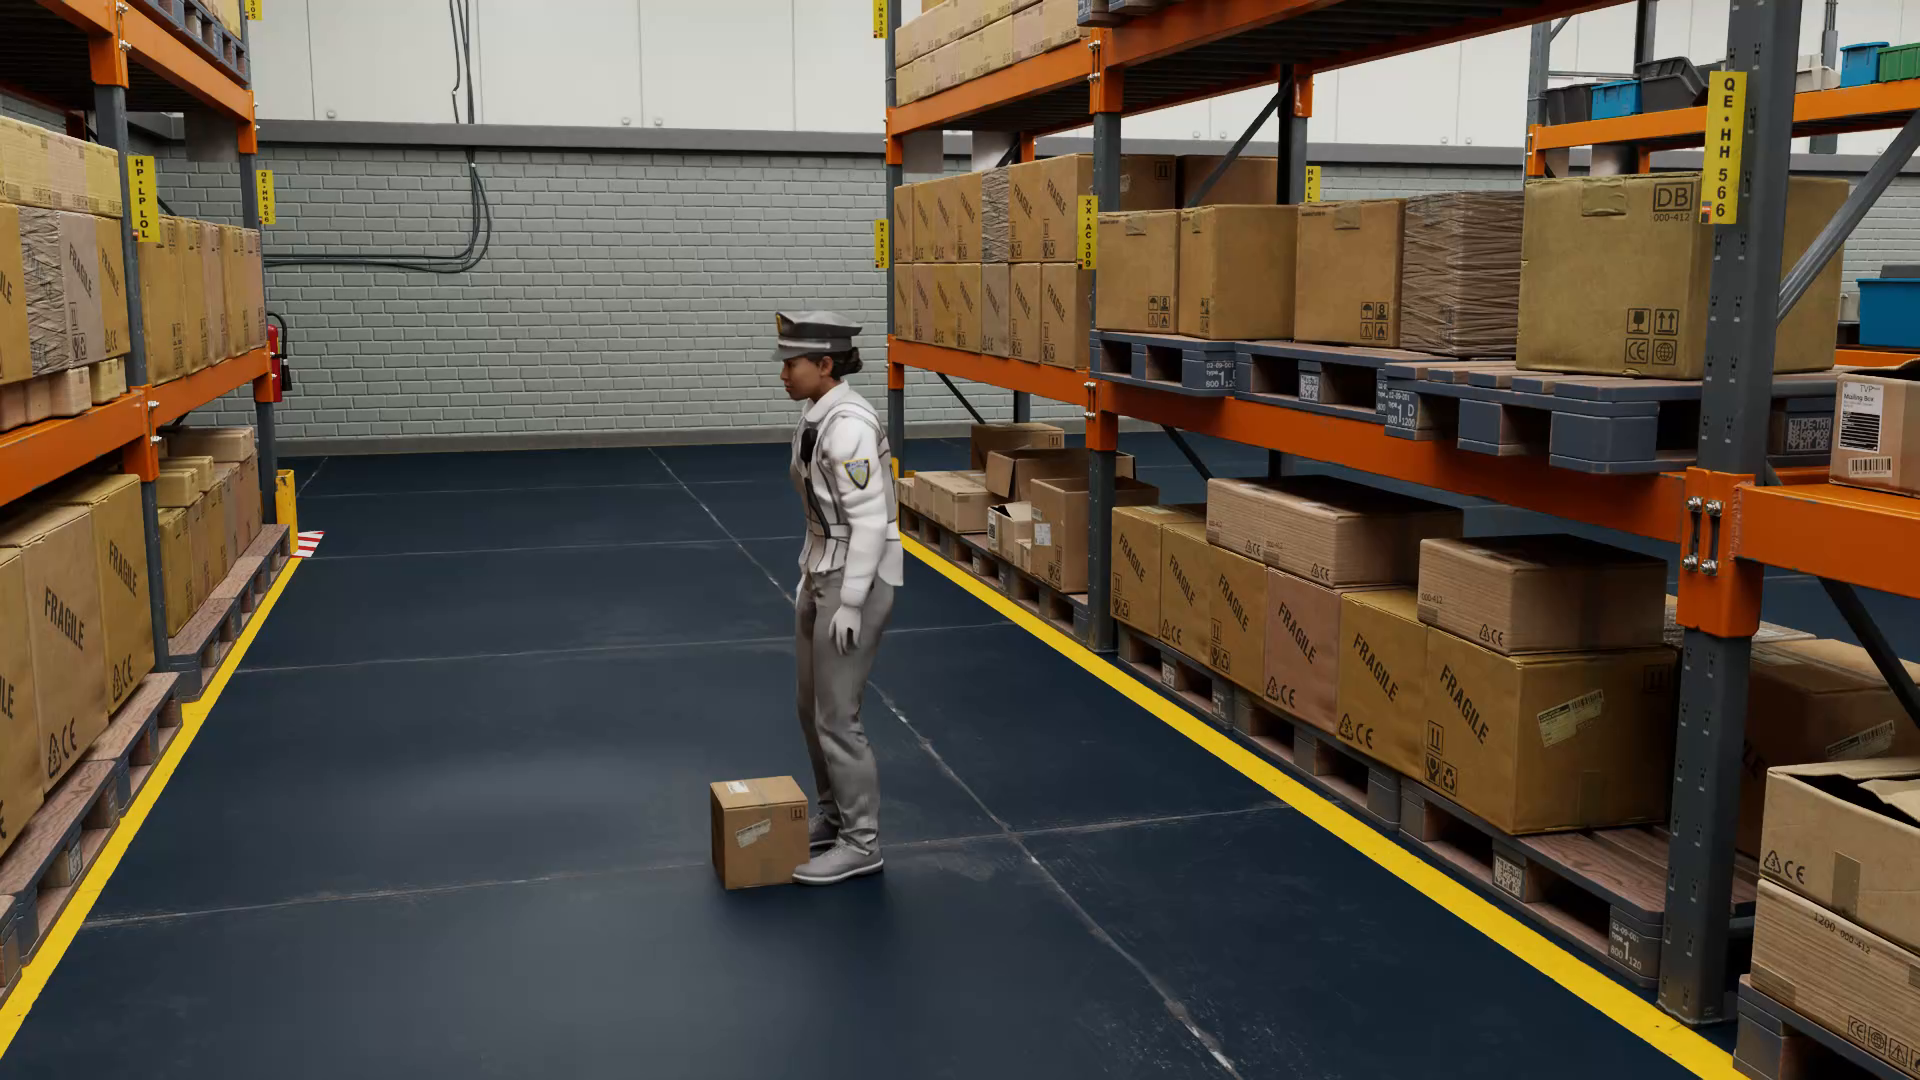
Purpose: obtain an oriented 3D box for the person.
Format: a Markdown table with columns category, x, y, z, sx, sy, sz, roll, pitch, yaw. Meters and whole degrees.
| category | x | y | z | sx | sy | sz | roll | pitch | yaw |
| --- | --- | --- | --- | --- | --- | --- | --- | --- | --- |
| person | -0.366 | 0.159 | 4.908 | 0.373 | 1.662 | 0.523 | -3 | 10 | -18 |
